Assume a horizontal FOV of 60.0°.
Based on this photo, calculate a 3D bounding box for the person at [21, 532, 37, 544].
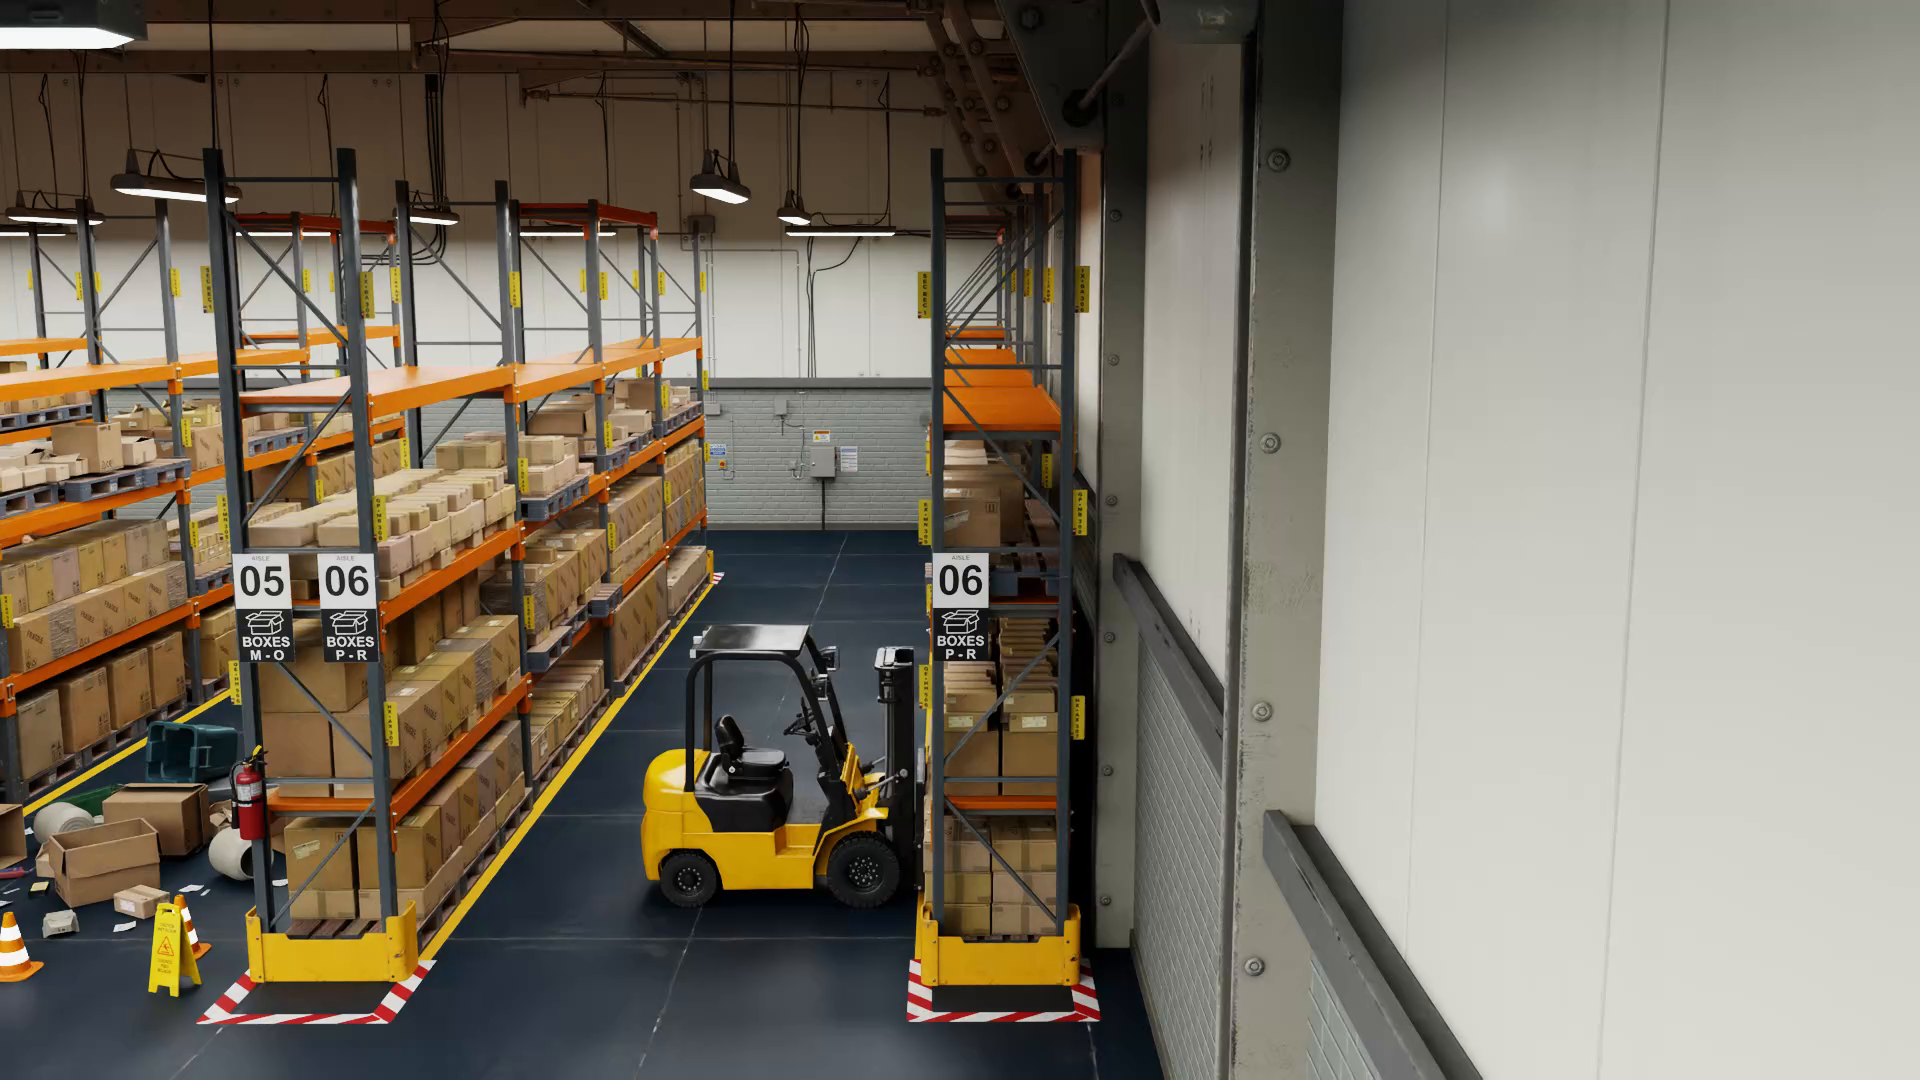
[{"bbox_3d":[-12.608,0.737,22.674,0.542,1.710,0.731,0,9,0],"label":"person"}]
